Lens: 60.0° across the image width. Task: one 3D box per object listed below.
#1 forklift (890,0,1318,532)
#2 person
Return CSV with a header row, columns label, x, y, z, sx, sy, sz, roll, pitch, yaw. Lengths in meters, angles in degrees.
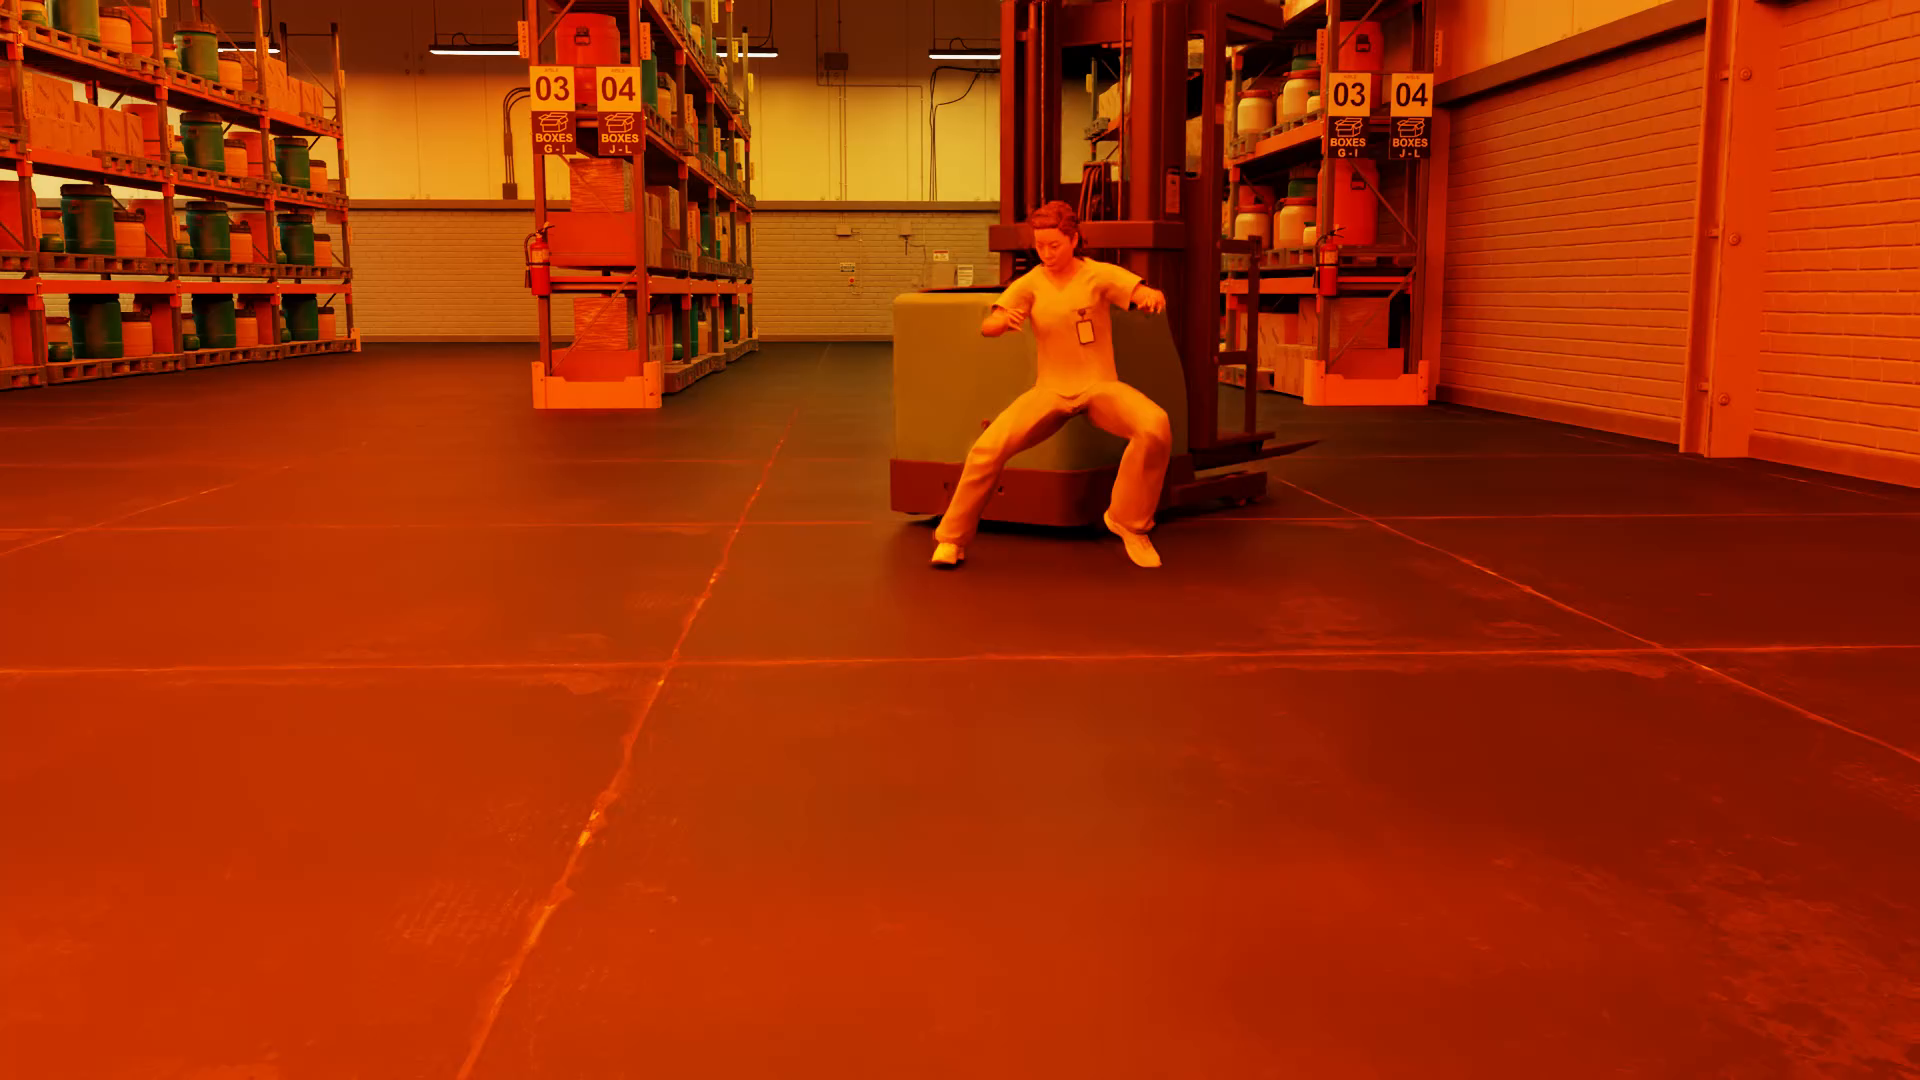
label,x,y,z,sx,sy,sz,roll,pitch,yaw
forklift,0.940,-1.655,8.480,1.130,2.935,3.031,6,10,35
person,0.375,-0.601,6.522,0.955,1.450,0.685,3,9,17
